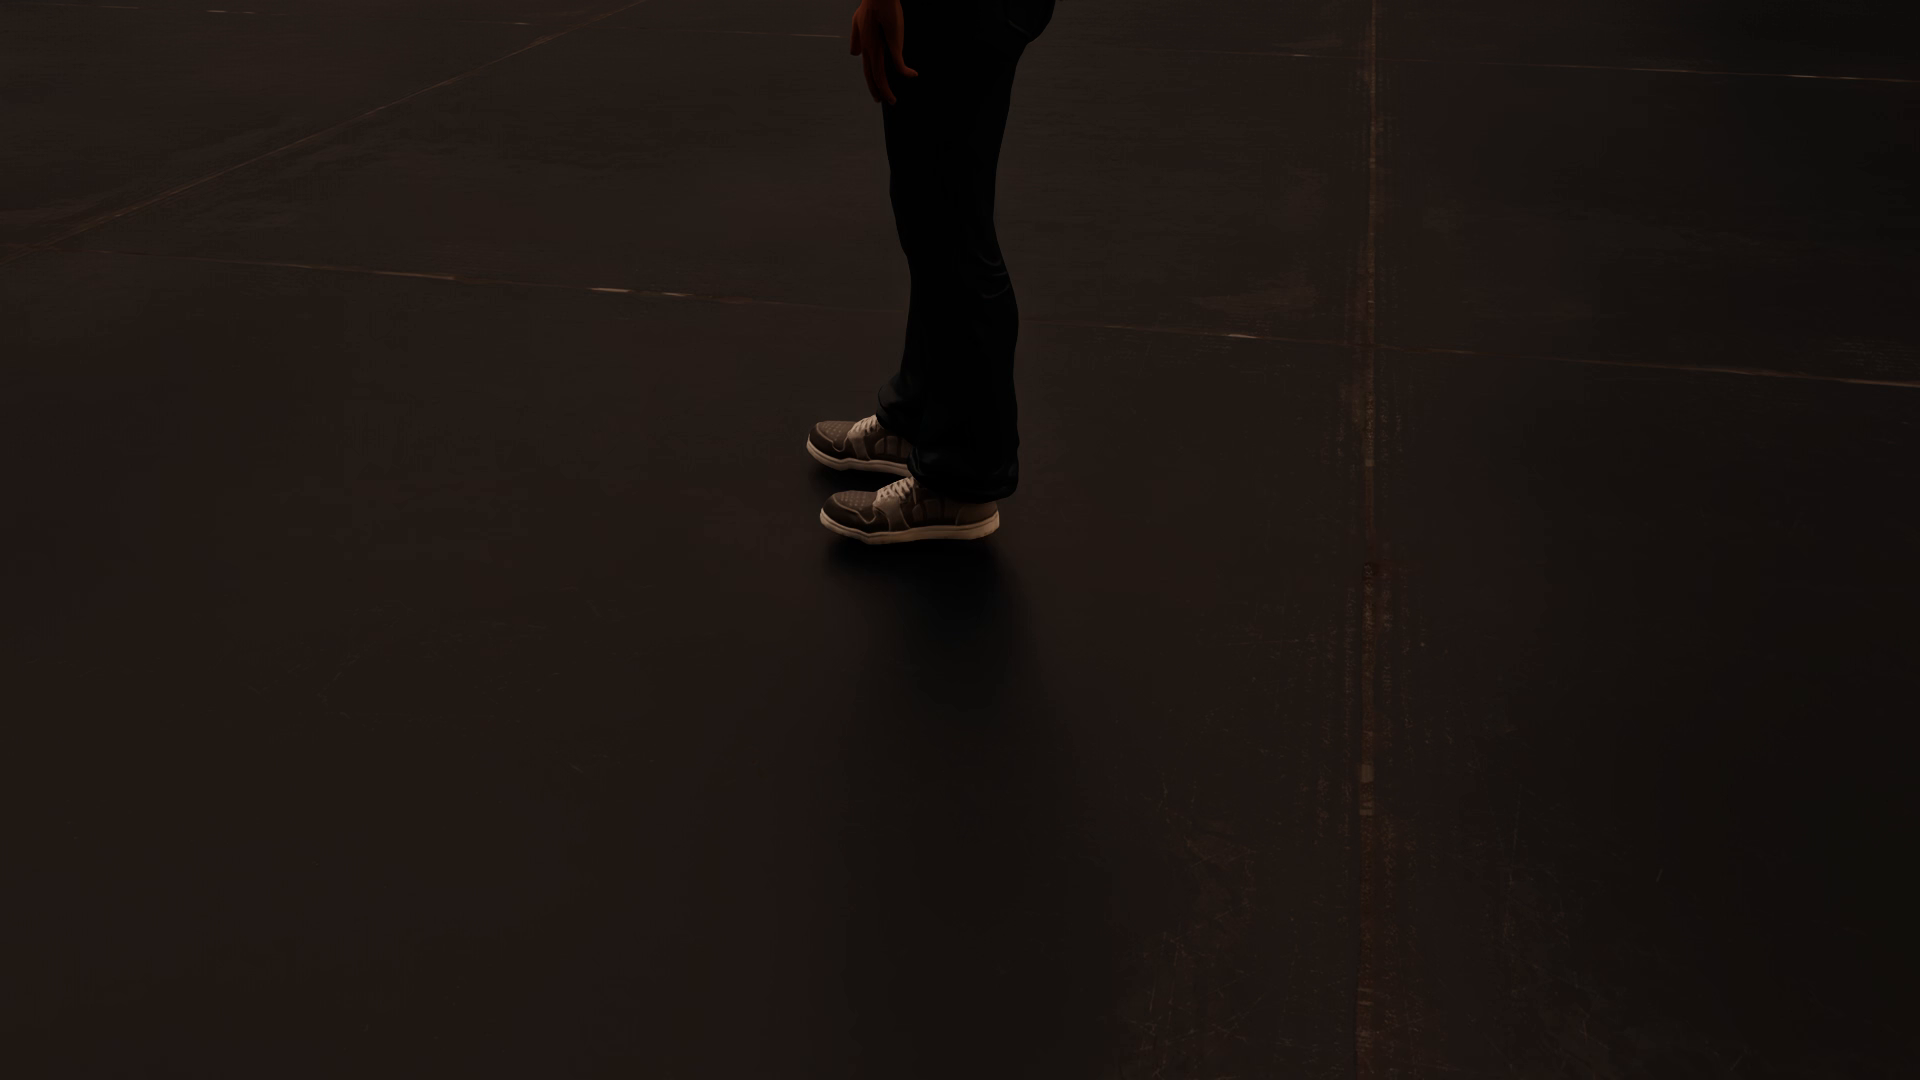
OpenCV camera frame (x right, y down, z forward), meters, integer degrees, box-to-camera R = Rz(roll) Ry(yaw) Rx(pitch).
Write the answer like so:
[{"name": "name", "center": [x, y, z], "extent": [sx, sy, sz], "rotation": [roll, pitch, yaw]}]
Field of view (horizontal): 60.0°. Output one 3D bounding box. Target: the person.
[{"name": "person", "center": [-0.069, -0.727, 2.167], "extent": [0.476, 1.582, 0.520], "rotation": [6, 27, 11]}]
